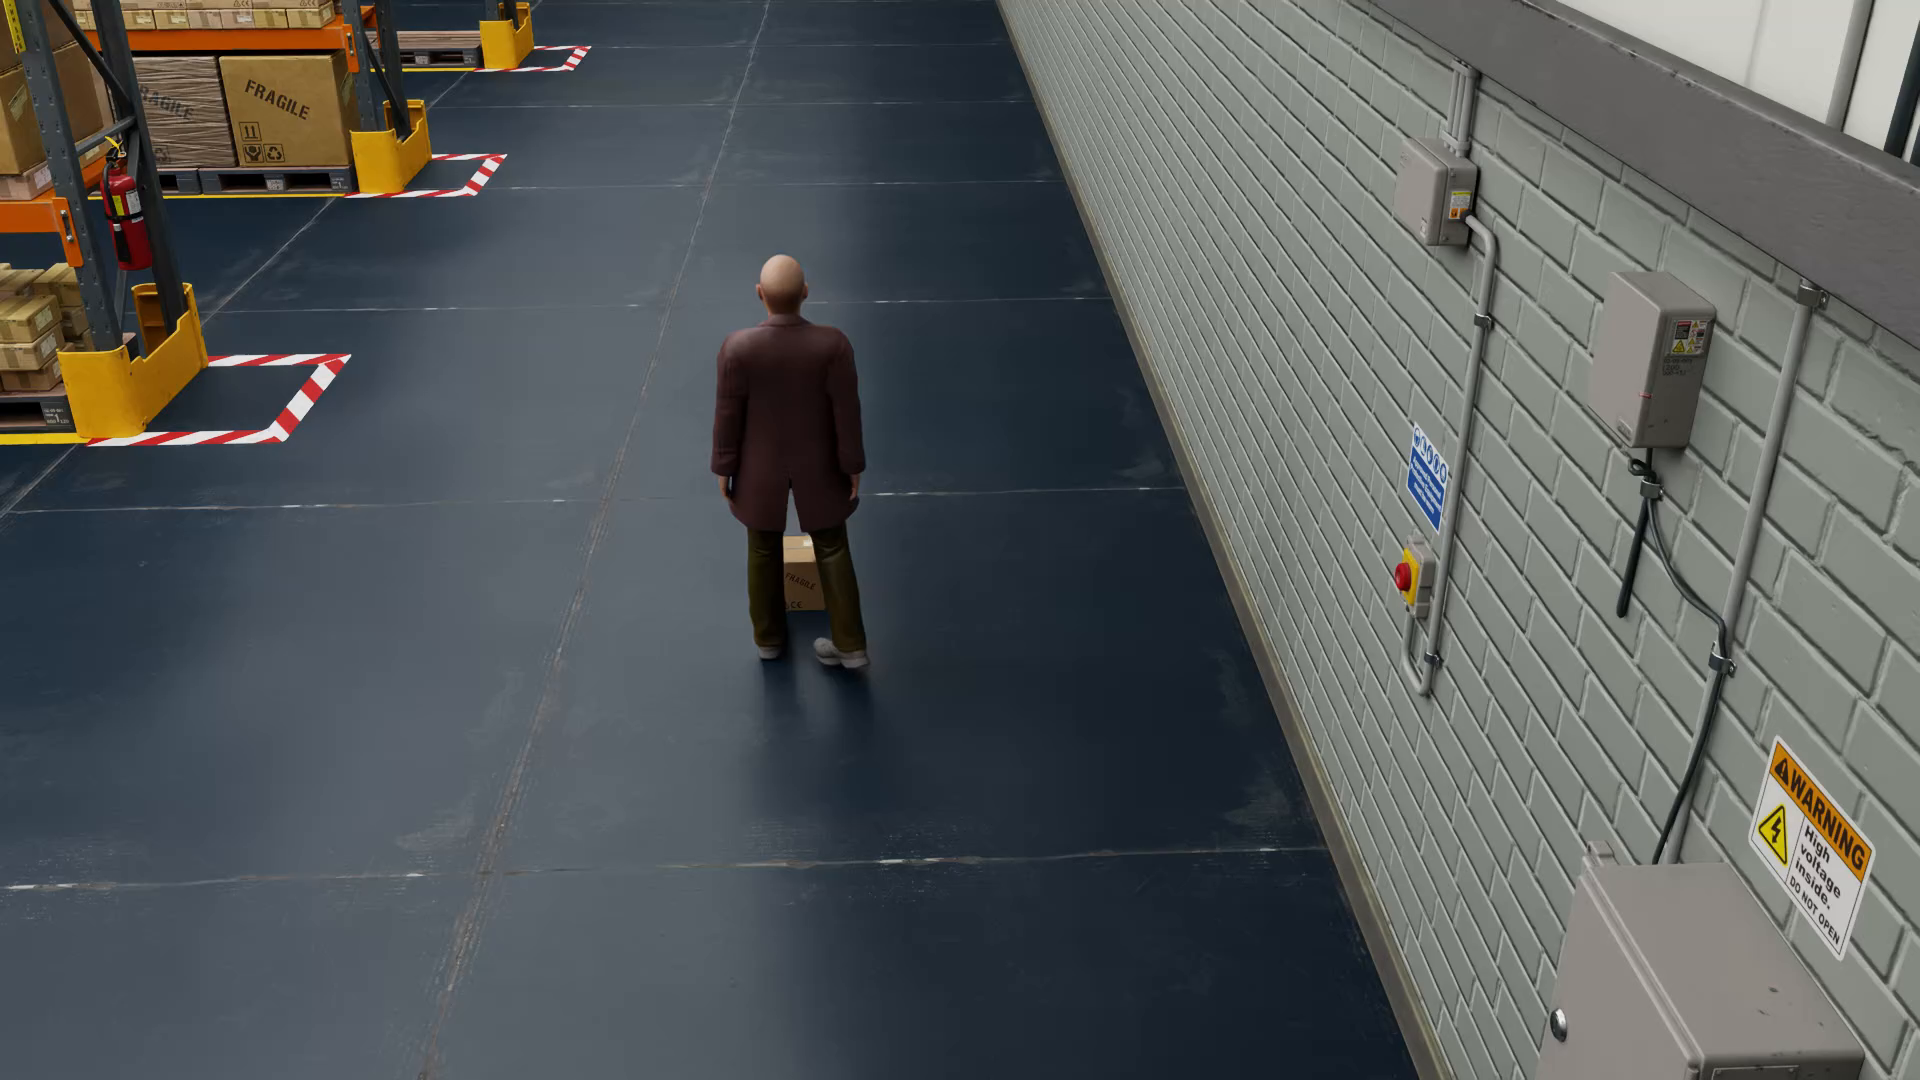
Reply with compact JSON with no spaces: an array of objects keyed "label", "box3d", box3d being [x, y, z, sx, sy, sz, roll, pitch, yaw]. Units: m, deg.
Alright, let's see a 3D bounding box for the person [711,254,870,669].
[{"label":"person","box3d":[-0.695,-0.307,6.727,0.619,1.788,0.617,-3,27,-7]}]
